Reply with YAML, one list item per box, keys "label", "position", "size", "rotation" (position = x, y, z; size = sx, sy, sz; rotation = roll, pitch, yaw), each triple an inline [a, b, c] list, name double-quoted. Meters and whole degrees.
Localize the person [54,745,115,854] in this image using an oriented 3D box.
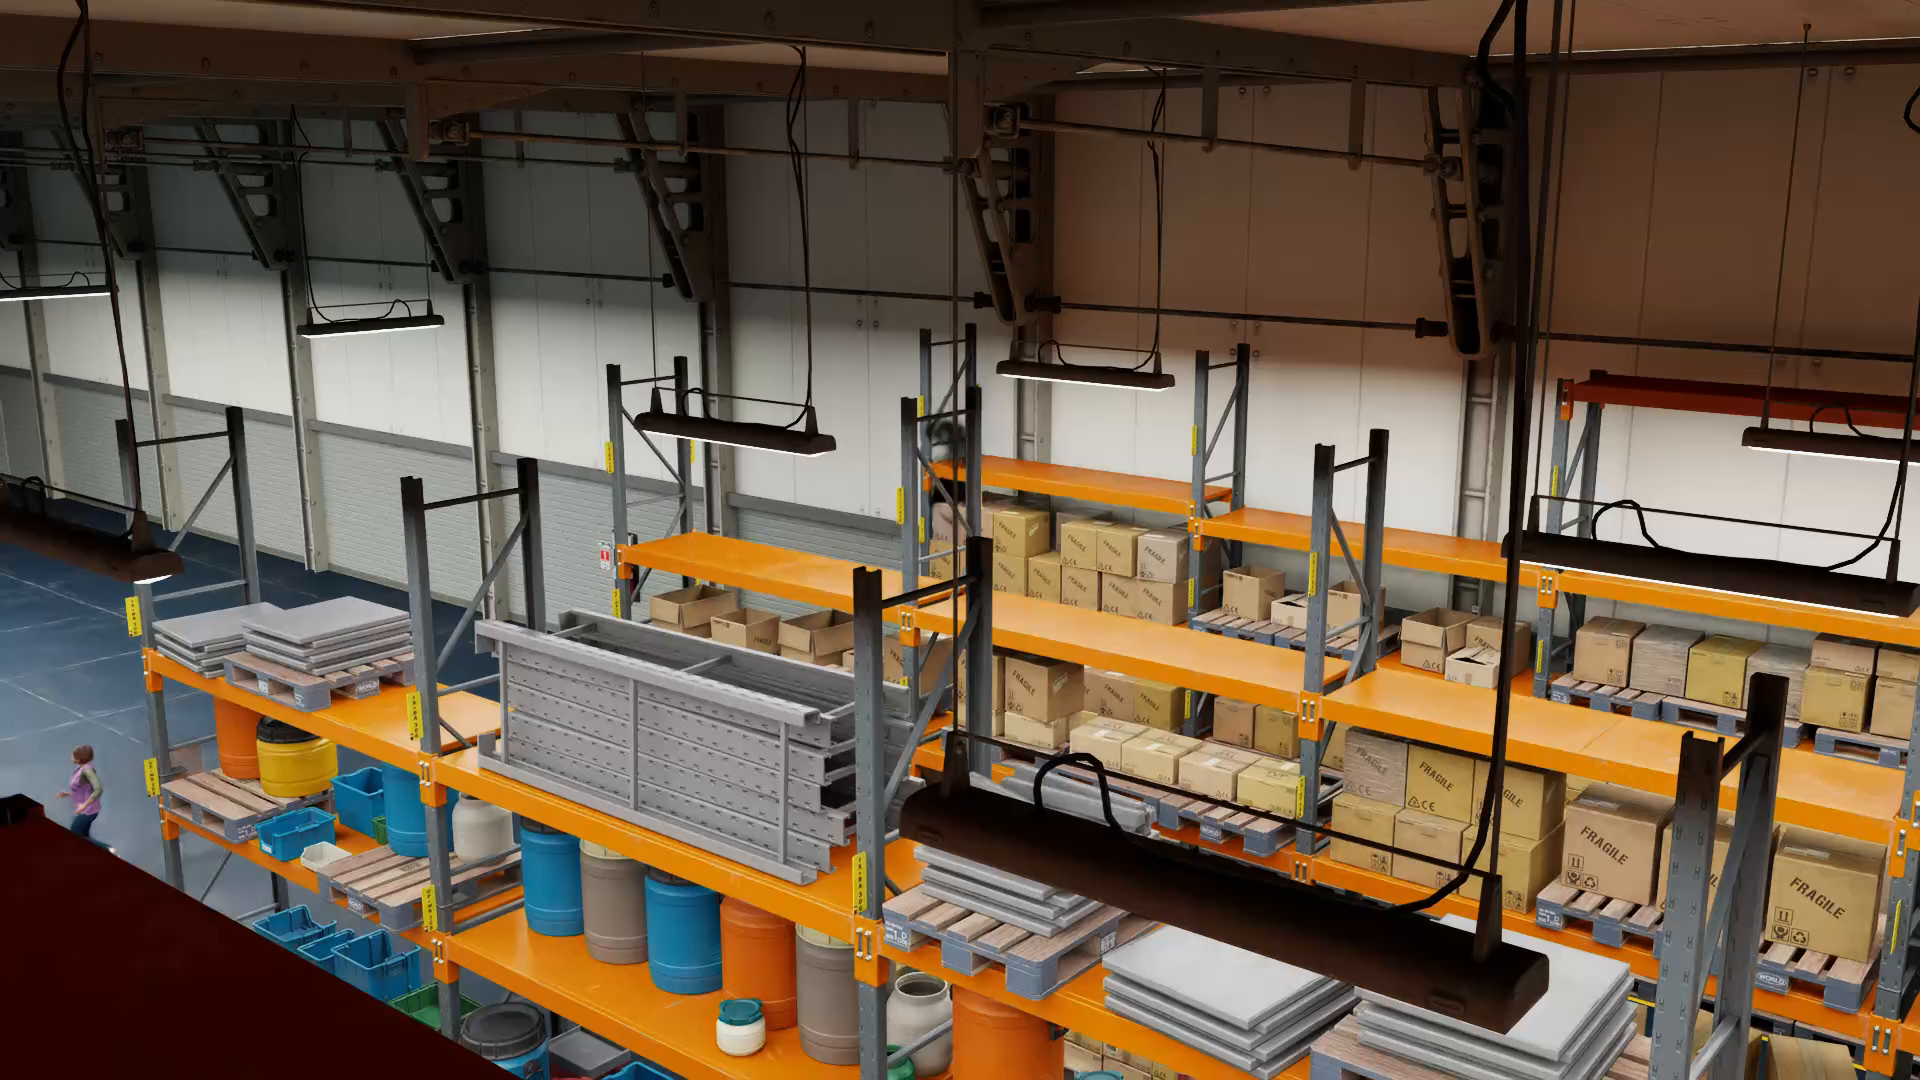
- label: "person"
  position: [-10.029, 3.094, 19.015]
  size: [0.543, 1.554, 0.527]
  rotation: [-7, 14, -28]
